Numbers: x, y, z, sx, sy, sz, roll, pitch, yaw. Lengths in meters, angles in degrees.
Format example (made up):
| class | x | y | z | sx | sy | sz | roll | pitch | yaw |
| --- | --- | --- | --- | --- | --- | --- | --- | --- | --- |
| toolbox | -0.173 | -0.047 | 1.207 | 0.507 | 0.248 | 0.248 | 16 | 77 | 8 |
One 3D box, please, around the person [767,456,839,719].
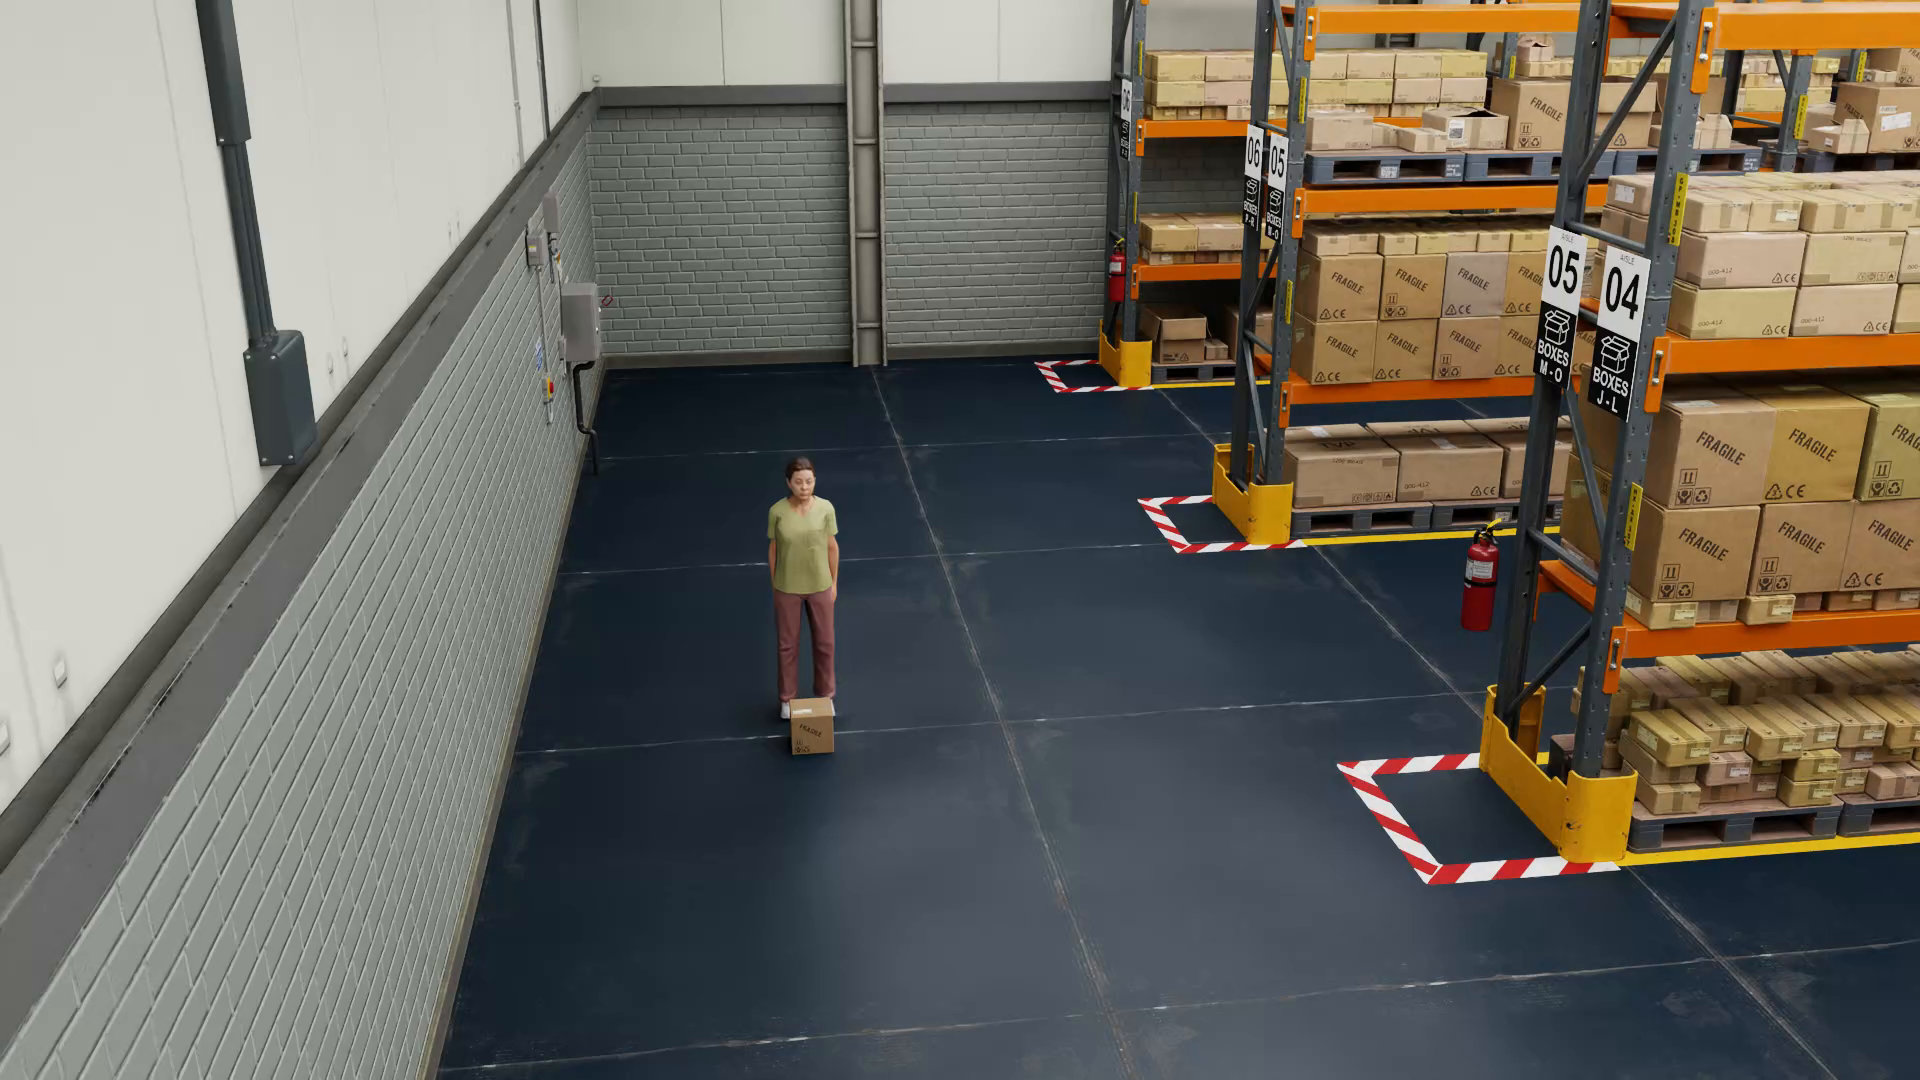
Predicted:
| class | x | y | z | sx | sy | sz | roll | pitch | yaw |
| --- | --- | --- | --- | --- | --- | --- | --- | --- | --- |
| person | -0.961 | 0.293 | 10.289 | 0.438 | 1.667 | 0.357 | -2 | 20 | -6 |
